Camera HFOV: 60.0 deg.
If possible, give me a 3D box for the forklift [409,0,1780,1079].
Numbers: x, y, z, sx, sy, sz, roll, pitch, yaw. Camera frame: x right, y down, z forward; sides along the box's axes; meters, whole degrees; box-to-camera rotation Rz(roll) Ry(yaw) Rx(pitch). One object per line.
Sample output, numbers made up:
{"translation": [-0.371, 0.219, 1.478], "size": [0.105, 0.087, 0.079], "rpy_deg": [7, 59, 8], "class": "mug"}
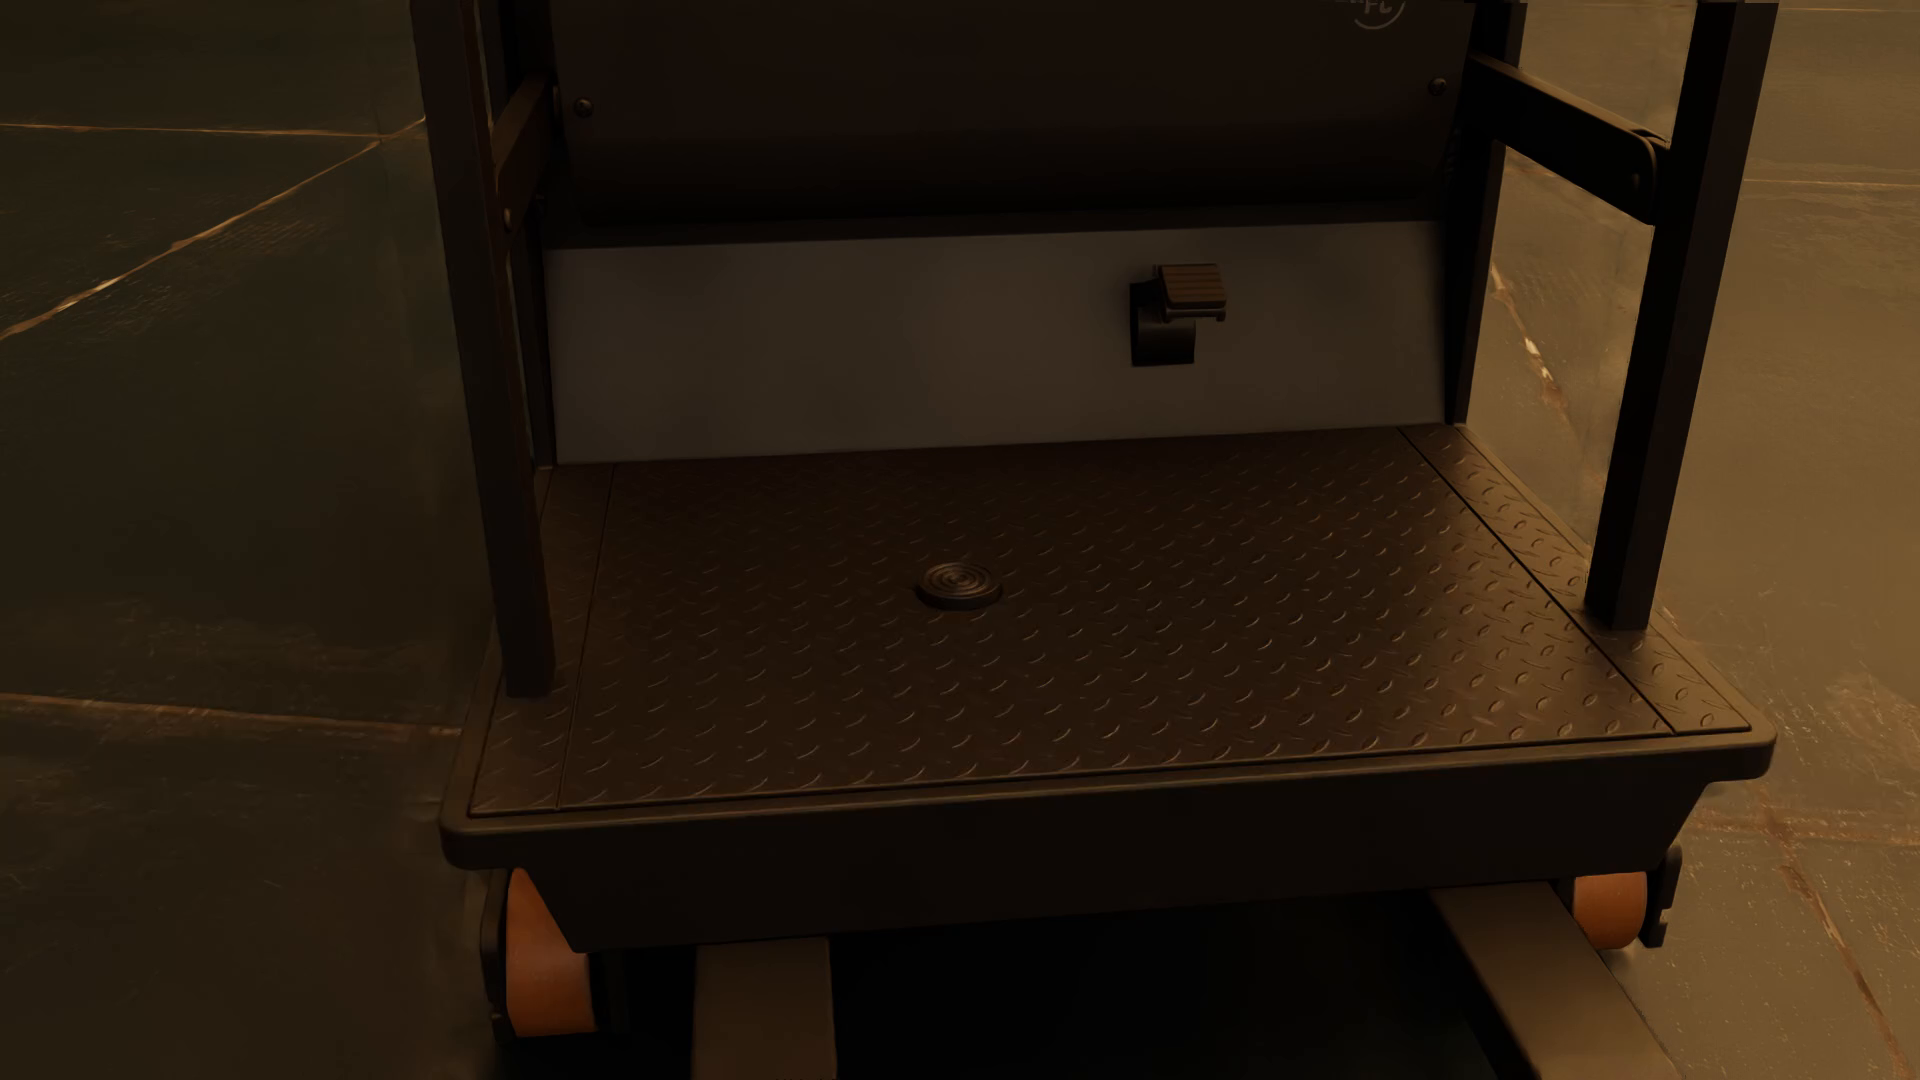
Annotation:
{"translation": [0.087, -1.009, 1.239], "size": [1.130, 2.935, 3.031], "rpy_deg": [-3, 27, -6], "class": "forklift"}
